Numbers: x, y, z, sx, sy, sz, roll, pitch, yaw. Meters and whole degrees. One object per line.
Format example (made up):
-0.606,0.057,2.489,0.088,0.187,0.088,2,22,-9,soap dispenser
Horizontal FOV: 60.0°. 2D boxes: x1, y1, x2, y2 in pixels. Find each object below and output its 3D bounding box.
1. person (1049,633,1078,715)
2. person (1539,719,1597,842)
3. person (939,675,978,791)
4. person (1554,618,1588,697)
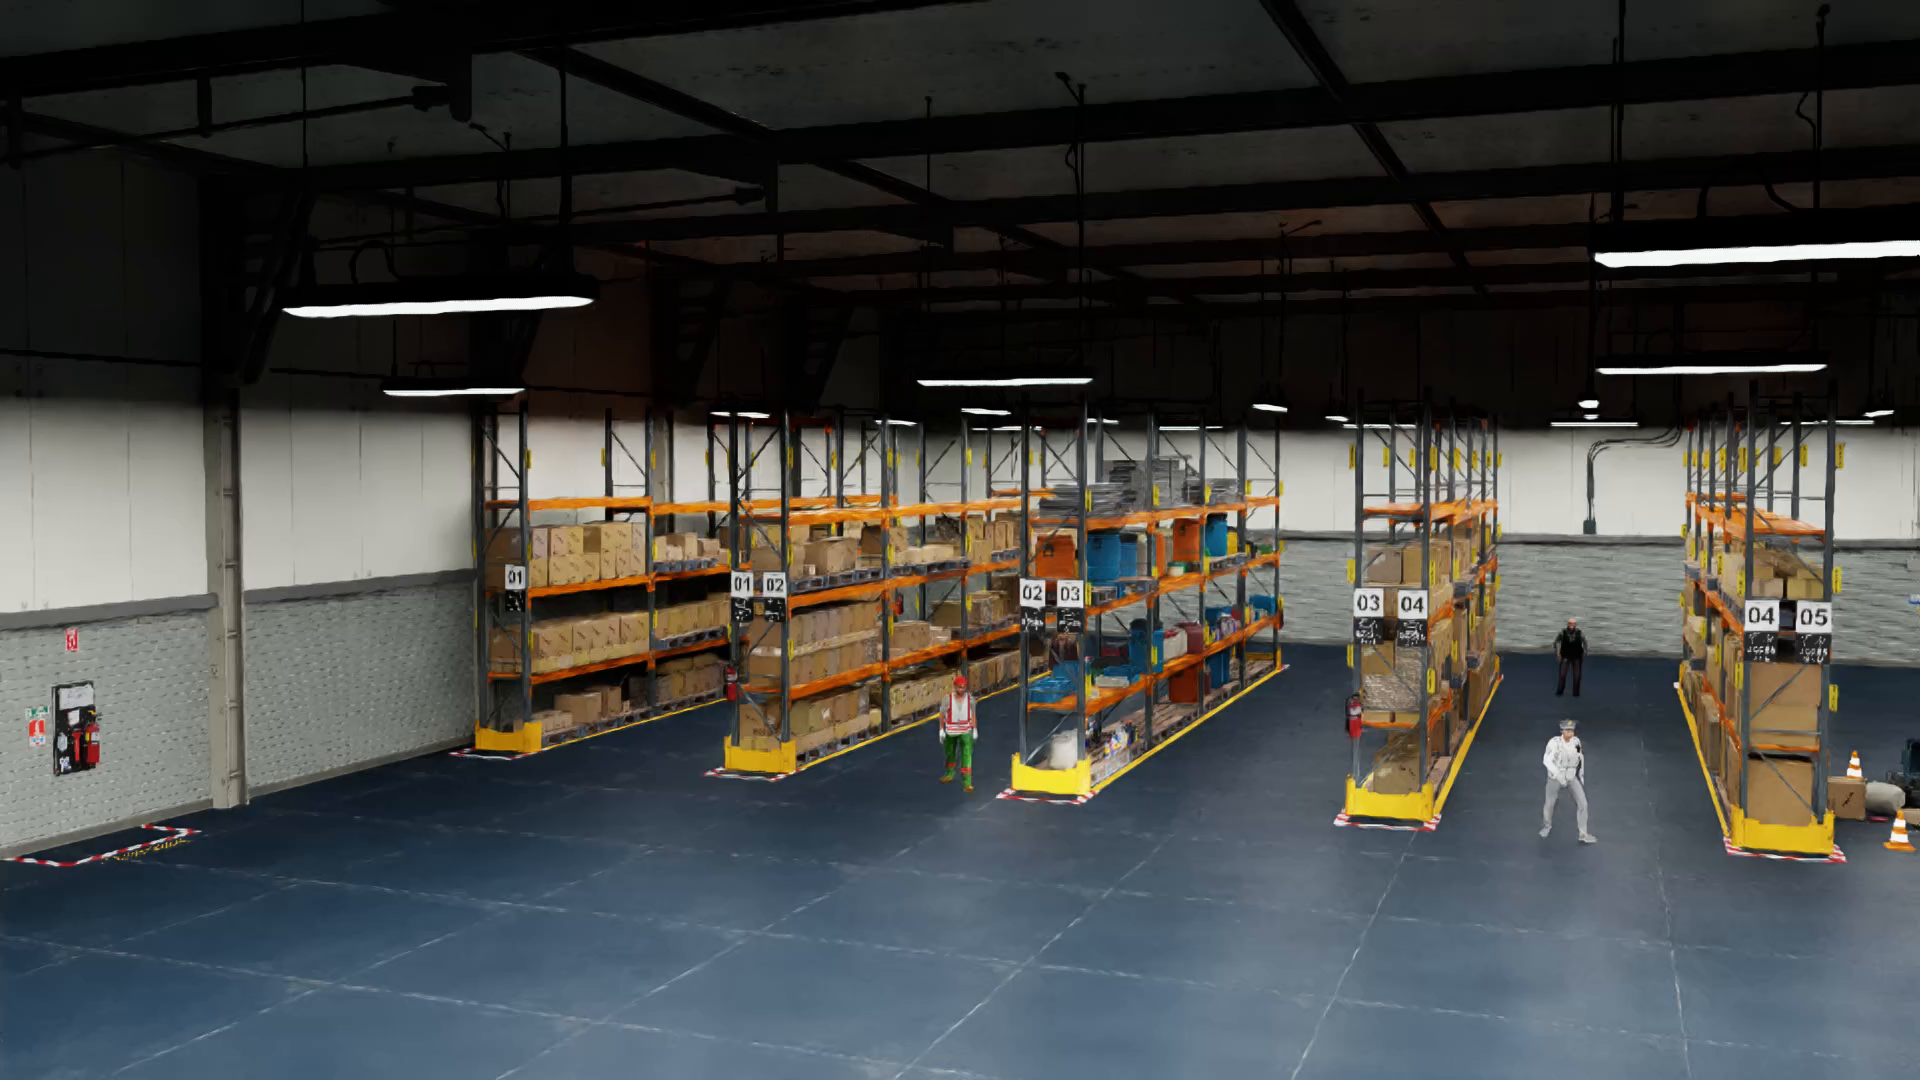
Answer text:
2.019,2.643,32.634,0.598,1.504,1.193,1,3,23,person
7.938,3.127,21.827,0.640,1.617,0.771,0,3,2,person
-0.020,2.910,25.241,0.617,1.746,0.986,0,3,-3,person
12.860,2.471,35.011,0.677,1.671,0.534,1,3,19,person
